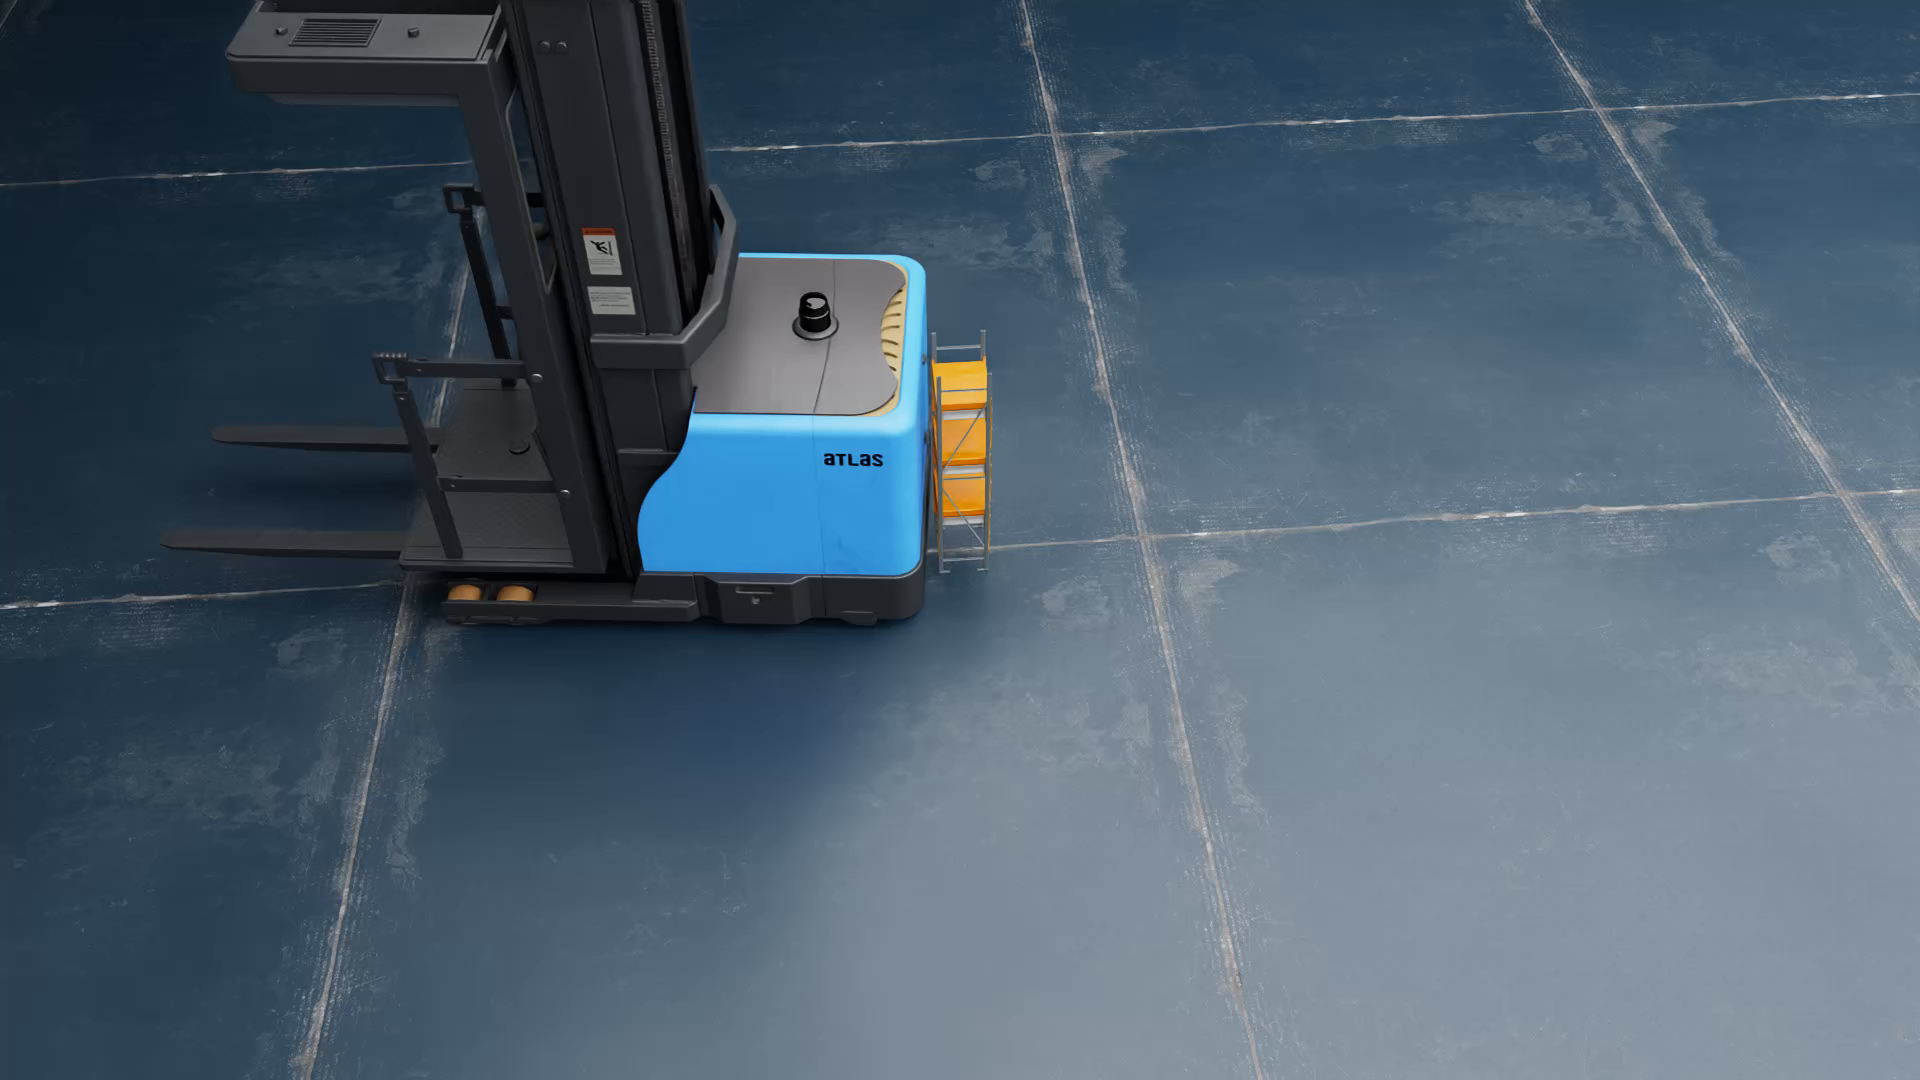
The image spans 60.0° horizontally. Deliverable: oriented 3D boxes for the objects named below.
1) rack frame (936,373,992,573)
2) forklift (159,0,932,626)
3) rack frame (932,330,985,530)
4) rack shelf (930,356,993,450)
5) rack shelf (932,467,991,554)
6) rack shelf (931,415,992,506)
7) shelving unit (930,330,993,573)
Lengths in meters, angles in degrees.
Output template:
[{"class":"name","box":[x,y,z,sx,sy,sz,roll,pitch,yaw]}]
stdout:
[{"class":"rack frame","box":[0.015,-0.234,6.385,0.200,1.050,0.008,-3,47,-3]},{"class":"forklift","box":[-1.646,-1.055,5.867,3.031,2.935,1.130,1,47,1]},{"class":"rack frame","box":[-0.006,-0.411,6.552,0.200,1.050,0.008,-3,47,-3]},{"class":"rack shelf","box":[0.005,-0.510,6.270,0.215,0.259,0.240,-3,47,-3]},{"class":"rack shelf","box":[0.004,-0.124,6.678,0.215,0.259,0.240,-3,47,-3]},{"class":"rack shelf","box":[0.005,-0.315,6.476,0.215,0.259,0.240,-3,47,-3]},{"class":"shelving unit","box":[0.005,-0.322,6.469,0.215,1.050,0.252,-3,47,-3]}]
